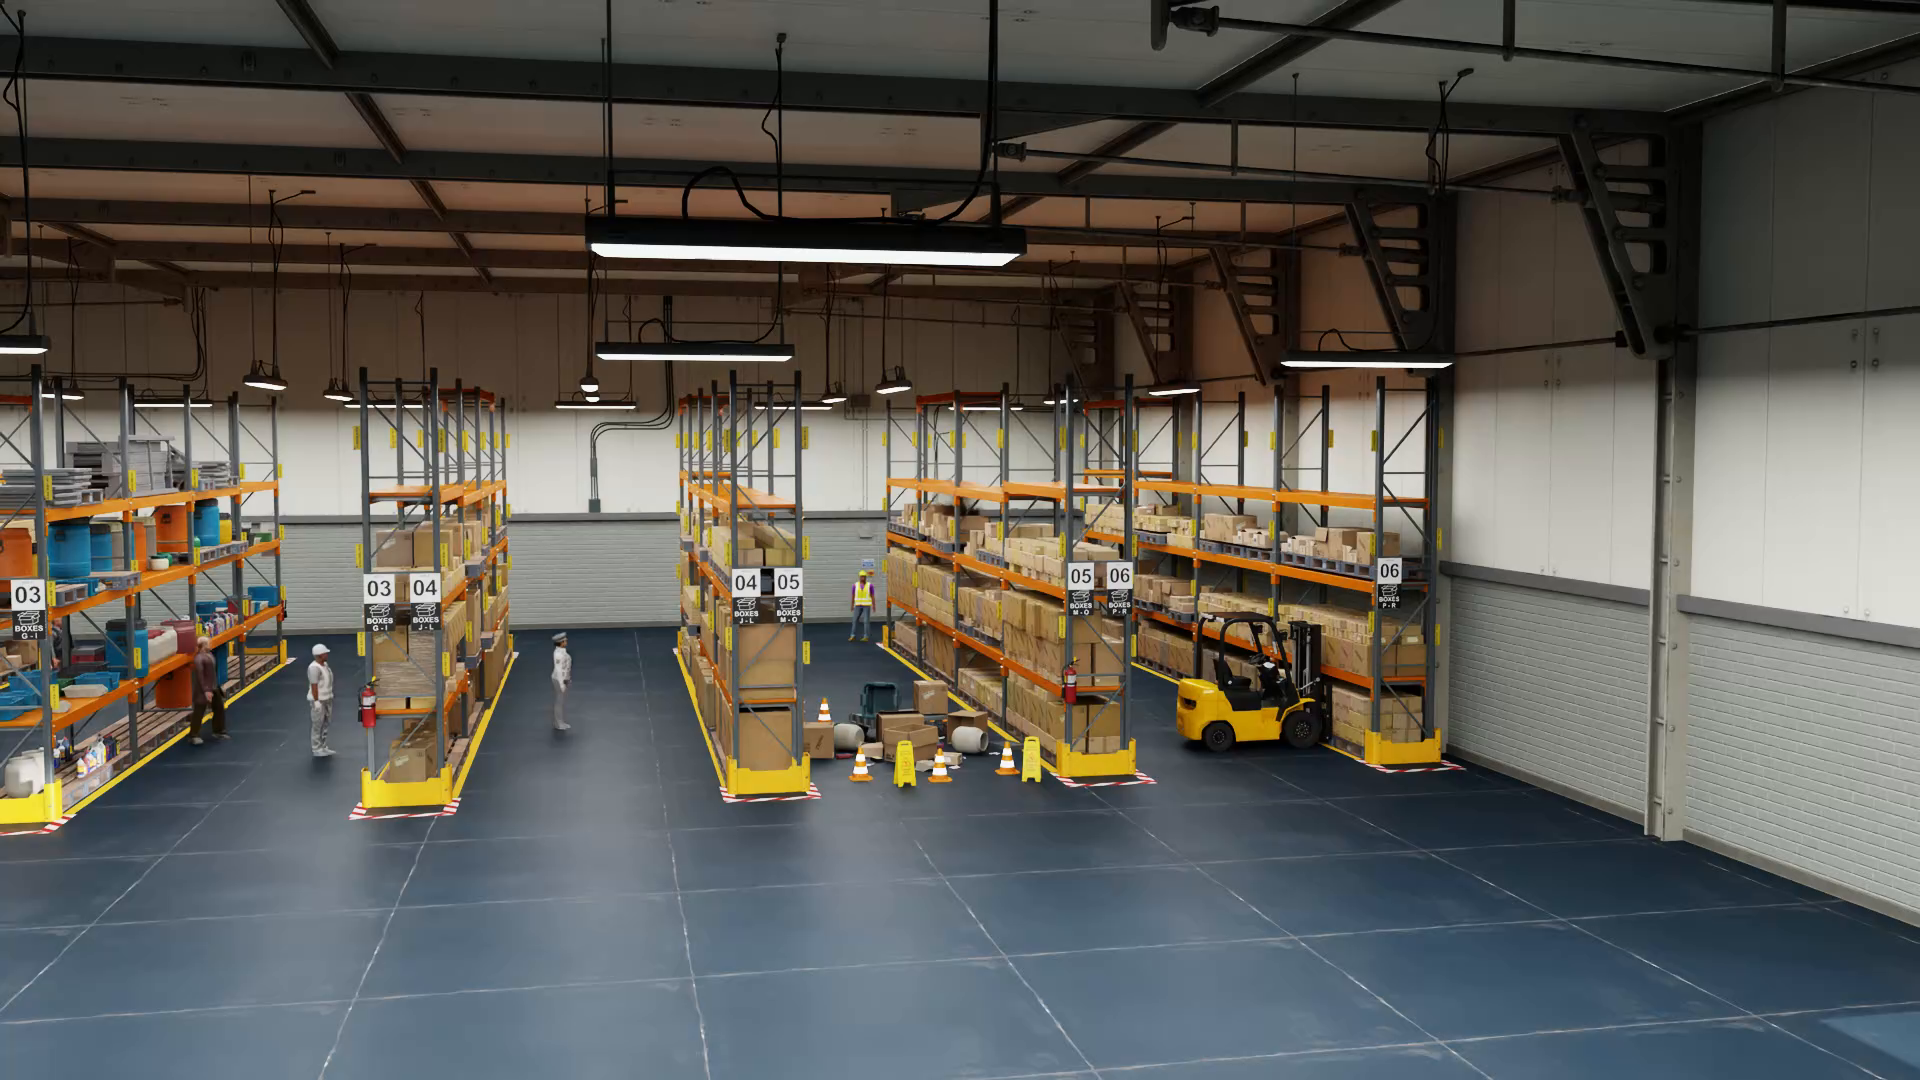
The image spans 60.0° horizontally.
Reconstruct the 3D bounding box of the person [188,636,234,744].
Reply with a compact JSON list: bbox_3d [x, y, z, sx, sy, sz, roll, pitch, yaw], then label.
[{"bbox_3d":[-12.465,2.495,27.552,0.546,1.828,0.691,0,3,5],"label":"person"}]

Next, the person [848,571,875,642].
[{"bbox_3d":[-2.436,1.655,41.514,0.645,1.767,0.520,1,4,21],"label":"person"}]

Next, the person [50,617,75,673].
[{"bbox_3d":[-17.049,2.285,31.628,0.490,1.745,0.575,2,4,27],"label":"person"}]

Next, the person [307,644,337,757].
[{"bbox_3d":[-10.127,2.504,26.354,0.374,1.727,0.602,0,3,7],"label":"person"}]

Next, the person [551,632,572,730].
[{"bbox_3d":[-6.920,2.444,28.863,0.361,1.692,0.534,0,3,6],"label":"person"}]
